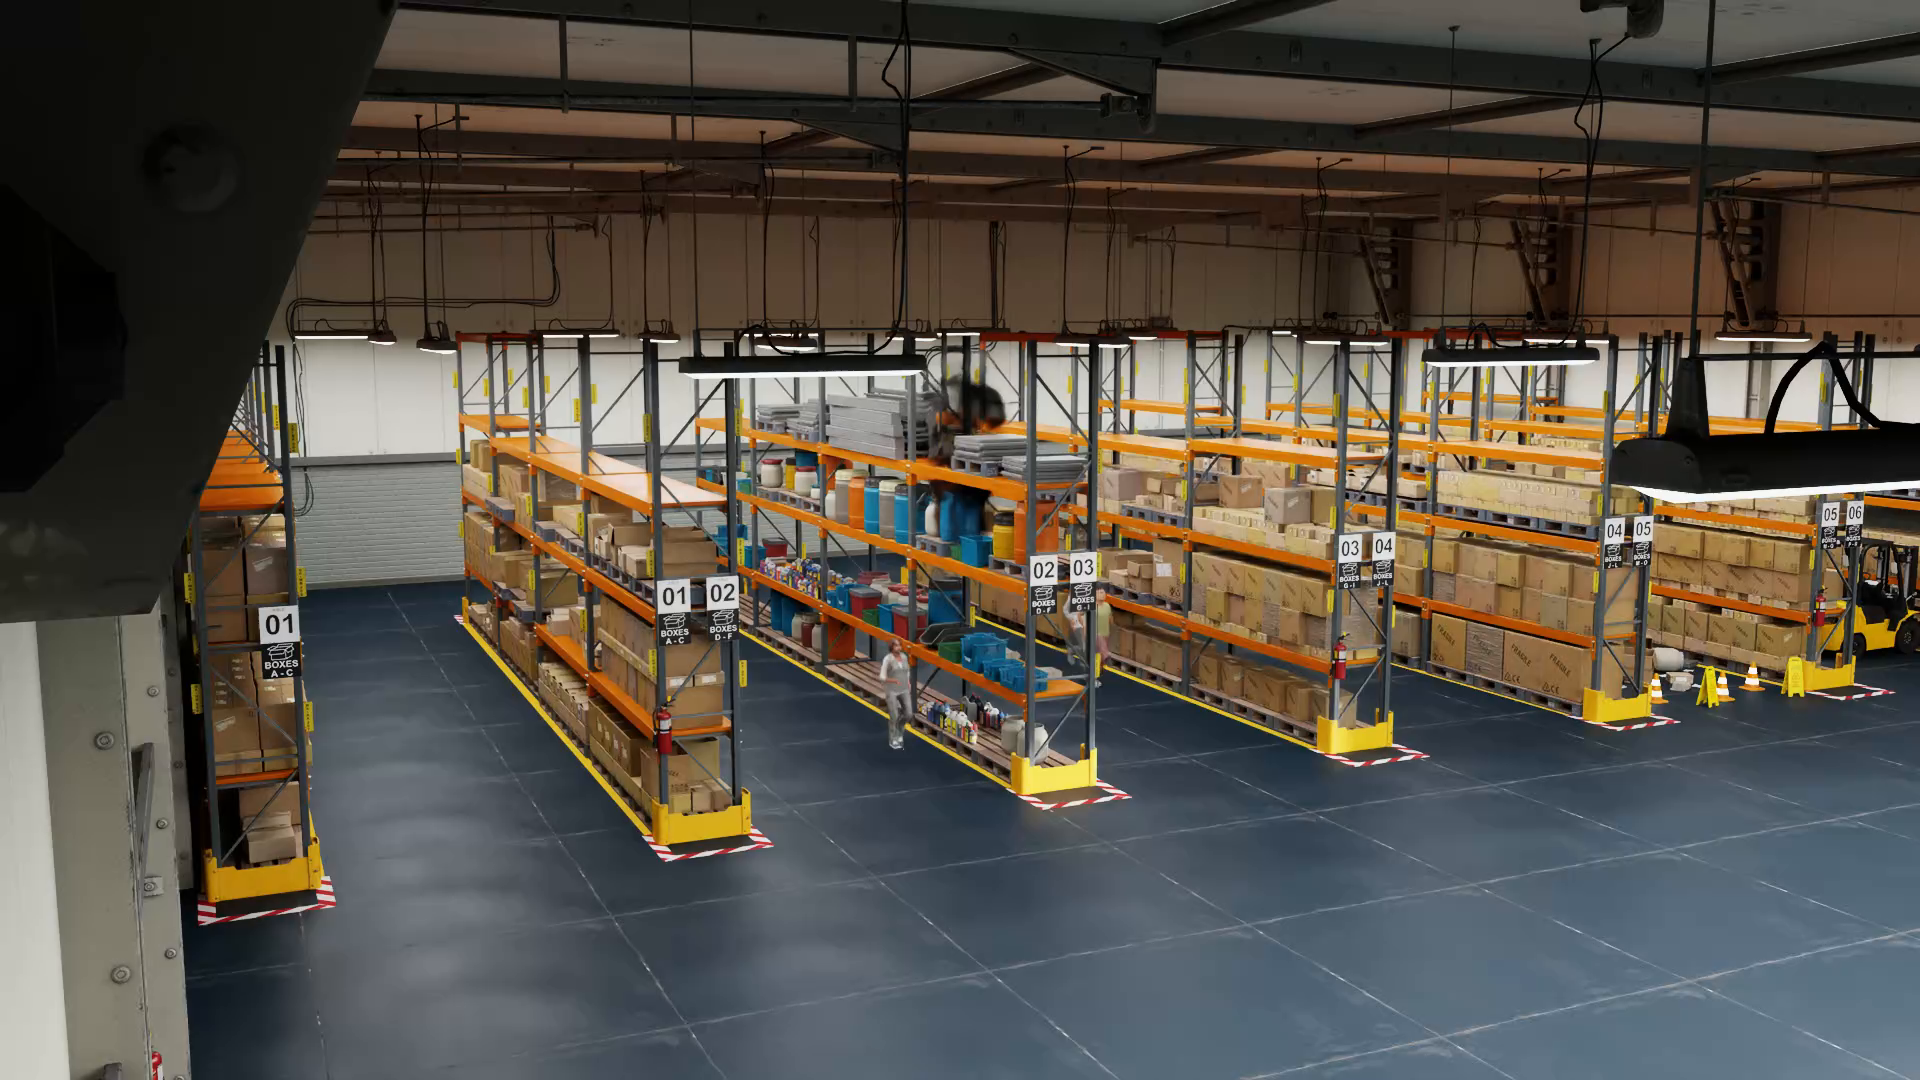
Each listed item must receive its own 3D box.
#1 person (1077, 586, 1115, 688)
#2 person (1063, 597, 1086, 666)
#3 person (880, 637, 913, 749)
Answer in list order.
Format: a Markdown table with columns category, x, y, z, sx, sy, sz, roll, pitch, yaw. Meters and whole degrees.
| category | x | y | z | sx | sy | sz | roll | pitch | yaw |
| --- | --- | --- | --- | --- | --- | --- | --- | --- | --- |
| person | 2.281 | 1.582 | 27.056 | 0.560 | 1.669 | 0.610 | -6 | 10 | -37 |
| person | 2.140 | 1.405 | 28.681 | 0.672 | 1.592 | 0.630 | -4 | 9 | -27 |
| person | -0.843 | 2.149 | 23.161 | 0.524 | 1.587 | 0.543 | -4 | 9 | -28 |
